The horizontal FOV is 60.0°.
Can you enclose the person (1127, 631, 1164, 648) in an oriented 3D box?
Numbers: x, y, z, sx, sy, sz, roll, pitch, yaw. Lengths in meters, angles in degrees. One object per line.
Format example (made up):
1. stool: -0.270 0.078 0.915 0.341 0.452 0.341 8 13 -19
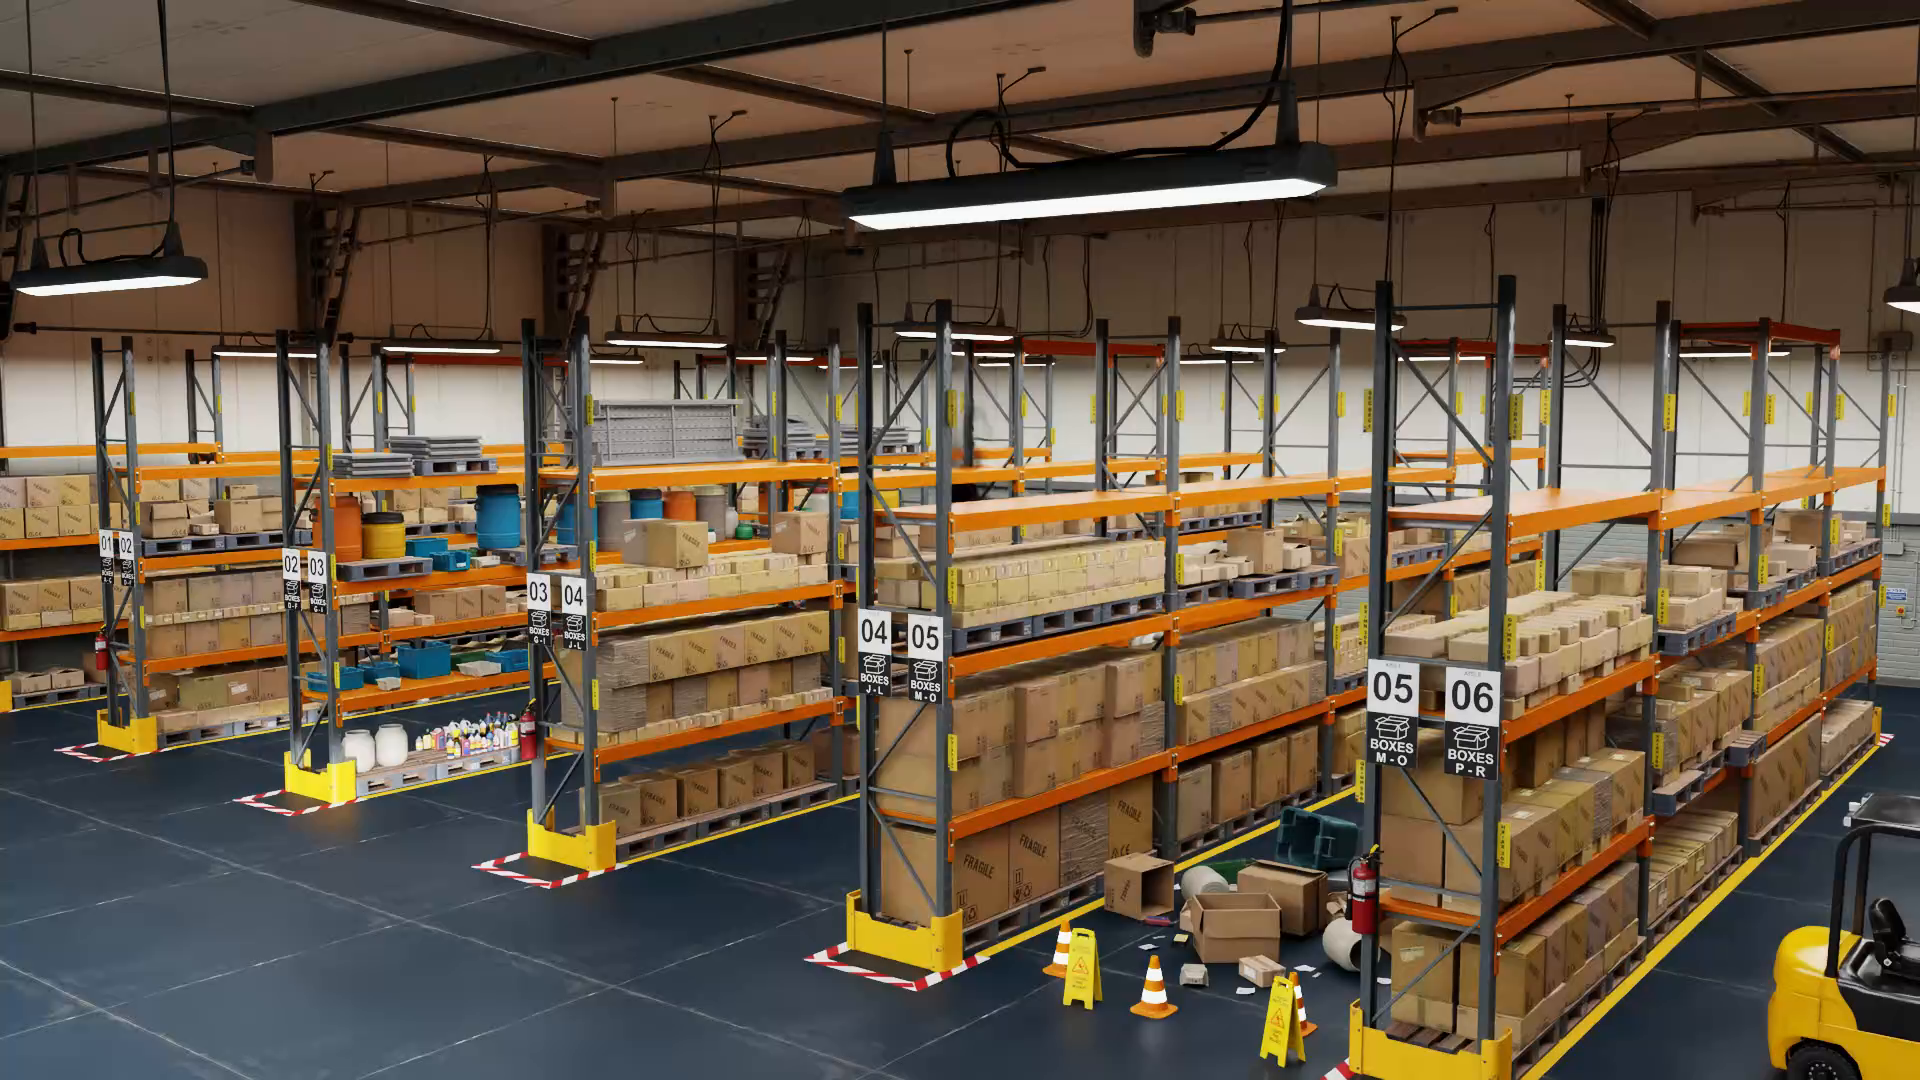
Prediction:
1. person: 2.710 1.875 24.468 0.645 1.749 0.571 3 6 33
